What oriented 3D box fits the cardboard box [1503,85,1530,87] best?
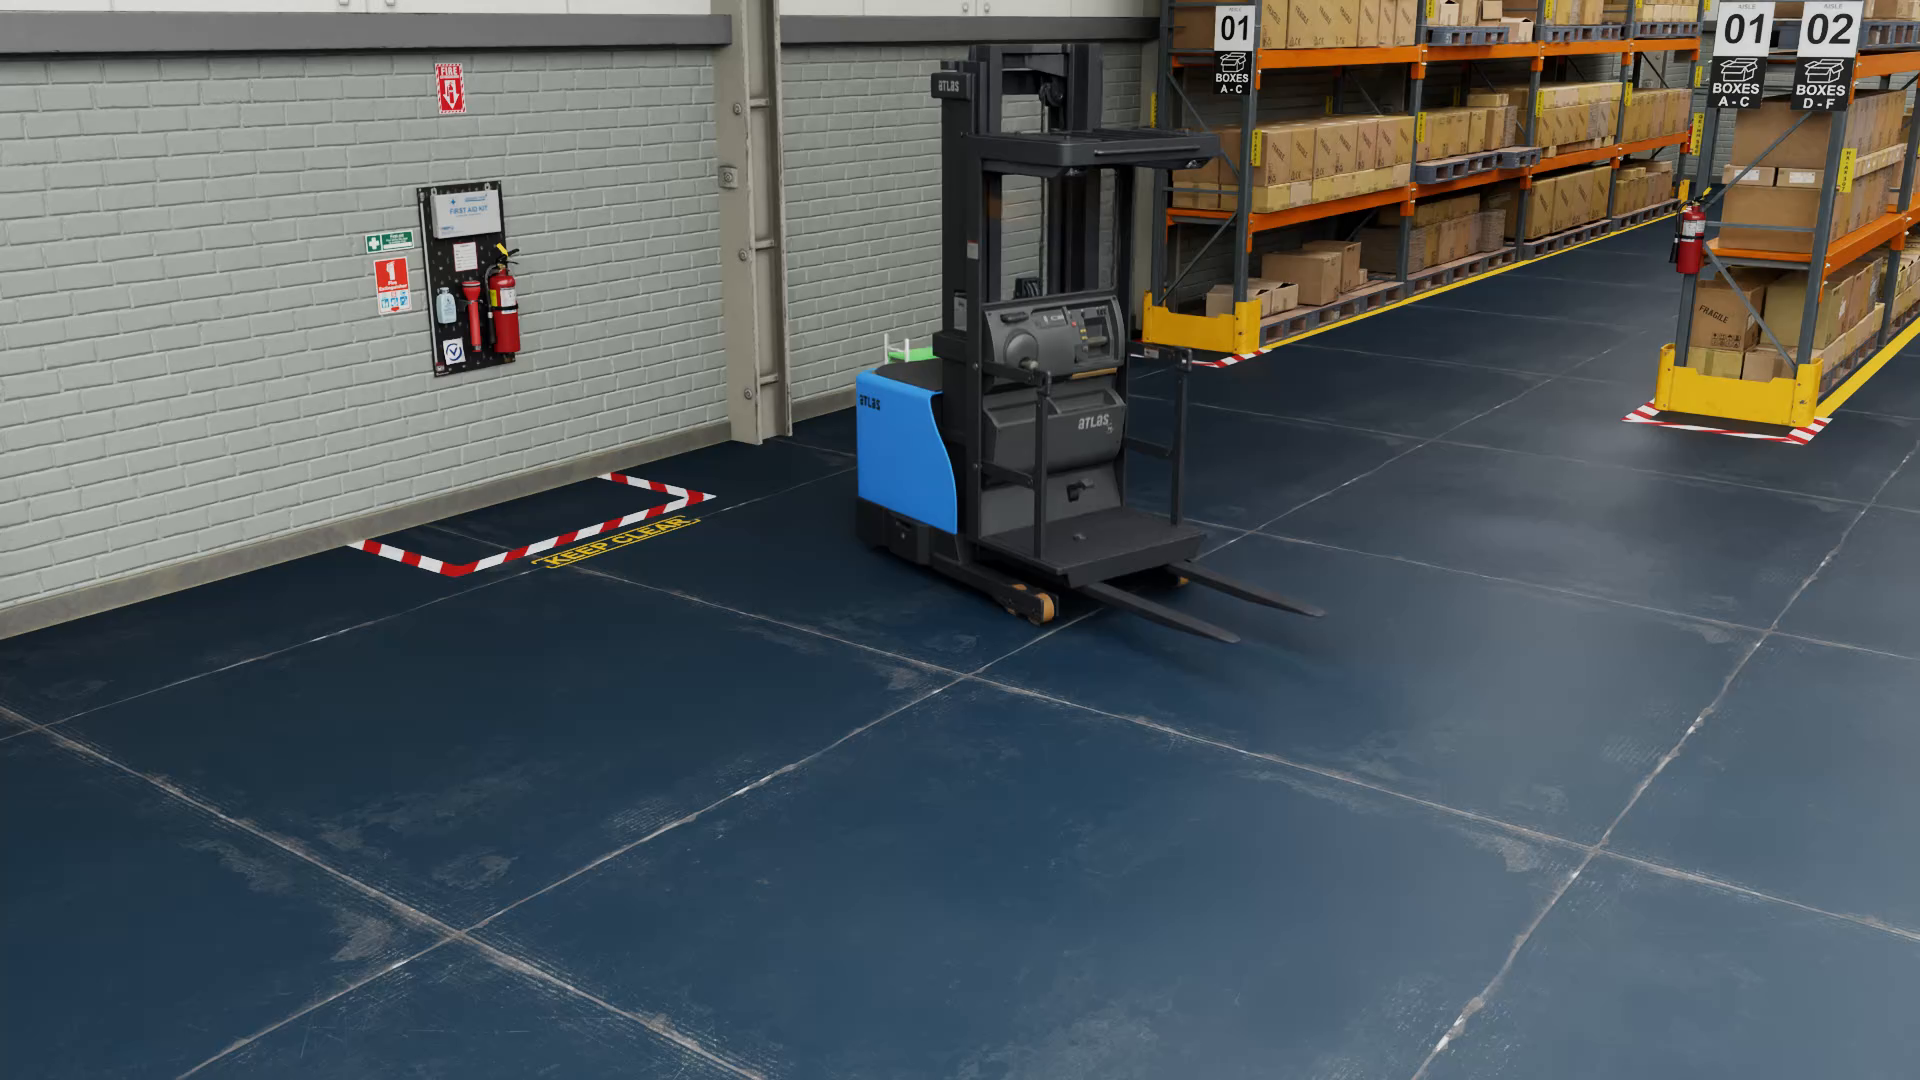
[{"bbox_3d":[7.768,-6.196,23.170,0.500,0.250,0.500,12,21,33],"label":"cardboard box"}]

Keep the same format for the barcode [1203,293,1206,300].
[{"bbox_3d":[2.494,-2.489,16.978,0.001,0.075,0.075,12,21,35],"label":"barcode"}]

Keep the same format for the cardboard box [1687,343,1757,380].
[{"bbox_3d":[6.383,-1.528,14.034,0.500,0.250,0.500,12,21,35],"label":"cardboard box"}]

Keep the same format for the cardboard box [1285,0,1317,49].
[{"bbox_3d":[3.069,-4.982,15.968,0.500,0.500,0.500,14,22,38],"label":"cardboard box"}]

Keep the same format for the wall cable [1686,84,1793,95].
[{"bbox_3d":[15.510,-9.812,31.902,3.097,2.526,0.112,12,21,35],"label":"wall cable"}]

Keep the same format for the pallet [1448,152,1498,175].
[{"bbox_3d":[5.940,-4.670,20.548,1.003,0.211,1.213,12,21,35],"label":"pallet"}]

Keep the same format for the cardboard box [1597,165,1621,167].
[{"bbox_3d":[10.372,-5.919,26.659,0.380,0.149,0.250,13,21,35],"label":"cardboard box"}]

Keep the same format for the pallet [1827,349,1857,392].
[{"bbox_3d":[7.450,-1.608,15.065,1.003,0.211,1.213,12,21,35],"label":"pallet"}]

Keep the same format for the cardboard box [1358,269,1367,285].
[{"bbox_3d":[4.409,-3.012,18.921,0.380,0.166,0.250,9,20,28],"label":"cardboard box"}]

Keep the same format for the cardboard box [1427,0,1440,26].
[{"bbox_3d":[5.093,-6.085,18.845,0.500,0.500,0.500,16,24,42],"label":"cardboard box"}]

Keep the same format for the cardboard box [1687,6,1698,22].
[{"bbox_3d":[11.630,-8.534,26.984,0.500,0.250,0.500,13,22,36],"label":"cardboard box"}]

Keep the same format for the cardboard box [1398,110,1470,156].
[{"bbox_3d":[5.740,-4.955,20.231,0.700,0.500,0.500,16,24,42],"label":"cardboard box"}]

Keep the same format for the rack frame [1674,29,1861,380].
[{"bbox_3d":[6.301,-2.461,13.109,1.000,3.000,0.127,12,21,35],"label":"rack frame"}]

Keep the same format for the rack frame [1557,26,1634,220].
[{"bbox_3d":[9.470,-6.193,25.129,1.000,3.000,0.127,12,21,35],"label":"rack frame"}]

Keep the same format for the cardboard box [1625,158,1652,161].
[{"bbox_3d":[11.431,-6.343,28.025,0.380,0.149,0.250,13,21,35],"label":"cardboard box"}]

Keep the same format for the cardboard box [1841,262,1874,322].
[{"bbox_3d":[7.981,-2.273,15.169,0.500,0.500,0.500,12,21,35],"label":"cardboard box"}]

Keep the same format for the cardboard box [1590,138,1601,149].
[{"bbox_3d":[9.064,-5.761,24.127,0.380,0.149,0.250,12,21,35],"label":"cardboard box"}]

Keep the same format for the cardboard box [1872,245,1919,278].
[{"bbox_3d":[10.045,-2.989,17.795,0.500,0.311,0.500,13,22,36],"label":"cardboard box"}]

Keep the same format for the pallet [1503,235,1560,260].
[{"bbox_3d":[7.617,-4.083,23.036,1.003,0.211,1.213,12,21,35],"label":"pallet"}]

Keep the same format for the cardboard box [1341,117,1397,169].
[{"bbox_3d":[4.377,-4.297,17.977,0.500,0.500,0.500,12,21,34],"label":"cardboard box"}]

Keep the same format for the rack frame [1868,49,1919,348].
[{"bbox_3d":[8.684,-3.413,16.177,1.000,3.000,0.127,12,21,35],"label":"rack frame"}]

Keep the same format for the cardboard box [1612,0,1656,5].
[{"bbox_3d":[10.120,-8.281,24.905,0.500,0.500,0.500,12,21,34],"label":"cardboard box"}]

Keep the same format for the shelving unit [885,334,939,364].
[{"bbox_3d":[-0.191,-0.720,10.537,0.503,1.200,0.258,-13,21,-35],"label":"shelving unit"}]

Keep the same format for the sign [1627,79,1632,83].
[{"bbox_3d":[11.411,-7.697,28.377,0.100,0.325,0.005,12,21,35],"label":"sign"}]

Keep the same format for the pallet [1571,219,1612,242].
[{"bbox_3d":[9.071,-4.664,24.908,1.003,0.211,1.213,12,21,35],"label":"pallet"}]

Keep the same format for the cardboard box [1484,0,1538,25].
[{"bbox_3d":[7.324,-7.054,21.934,0.700,0.500,0.500,11,20,30],"label":"cardboard box"}]

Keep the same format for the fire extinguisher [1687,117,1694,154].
[{"bbox_3d":[12.314,-6.885,28.117,0.296,0.674,0.183,12,21,35],"label":"fire extinguisher"}]

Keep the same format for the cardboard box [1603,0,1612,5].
[{"bbox_3d":[9.699,-8.368,25.187,0.500,0.500,0.500,12,21,34],"label":"cardboard box"}]

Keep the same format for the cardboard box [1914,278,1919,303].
[{"bbox_3d":[10.039,-2.719,17.871,0.500,0.250,0.500,13,21,36],"label":"cardboard box"}]

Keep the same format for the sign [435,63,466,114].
[{"bbox_3d":[-3.120,-2.766,10.186,0.001,0.298,0.199,12,21,35],"label":"sign"}]

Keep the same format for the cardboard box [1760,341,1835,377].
[{"bbox_3d":[7.094,-1.556,14.125,0.500,0.250,0.500,12,21,35],"label":"cardboard box"}]

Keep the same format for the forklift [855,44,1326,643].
[{"bbox_3d":[0.653,-1.117,8.898,1.130,2.935,3.031,-13,21,-35],"label":"forklift"}]

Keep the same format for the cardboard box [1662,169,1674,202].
[{"bbox_3d":[11.517,-5.968,27.912,0.700,0.500,0.500,12,21,35],"label":"cardboard box"}]

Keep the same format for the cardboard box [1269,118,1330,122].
[{"bbox_3d":[3.643,-4.268,17.886,0.500,0.500,0.500,13,22,36],"label":"cardboard box"}]

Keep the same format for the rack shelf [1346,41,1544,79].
[{"bbox_3d":[5.895,-5.853,20.189,1.077,0.370,4.000,12,21,35],"label":"rack shelf"}]

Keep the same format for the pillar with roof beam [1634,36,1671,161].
[{"bbox_3d":[16.225,-10.046,27.421,9.100,9.000,0.400,12,21,35],"label":"pillar with roof beam"}]

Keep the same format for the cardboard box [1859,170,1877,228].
[{"bbox_3d":[7.814,-3.109,15.028,0.700,0.500,0.500,13,21,35],"label":"cardboard box"}]

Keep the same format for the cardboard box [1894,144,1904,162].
[{"bbox_3d":[8.694,-3.668,15.736,0.380,0.149,0.250,12,21,35],"label":"cardboard box"}]

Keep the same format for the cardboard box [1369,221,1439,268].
[{"bbox_3d":[5.396,-3.614,20.298,0.700,0.500,0.500,12,21,34],"label":"cardboard box"}]

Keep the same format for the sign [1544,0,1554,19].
[{"bbox_3d":[7.521,-6.823,21.229,0.100,0.325,0.005,12,21,35],"label":"sign"}]

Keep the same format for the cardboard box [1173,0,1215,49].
[{"bbox_3d":[2.365,-4.969,15.927,0.500,0.500,0.500,14,22,39],"label":"cardboard box"}]

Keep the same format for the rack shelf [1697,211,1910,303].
[{"bbox_3d":[7.492,-2.593,14.750,1.077,0.370,4.000,12,21,35],"label":"rack shelf"}]

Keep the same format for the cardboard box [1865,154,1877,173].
[{"bbox_3d":[7.780,-3.302,14.557,0.380,0.149,0.250,13,22,36],"label":"cardboard box"}]

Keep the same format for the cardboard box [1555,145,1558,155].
[{"bbox_3d":[8.051,-5.419,23.027,0.380,0.149,0.250,13,21,36],"label":"cardboard box"}]

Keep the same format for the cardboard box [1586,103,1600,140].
[{"bbox_3d":[8.795,-5.997,23.792,0.500,0.500,0.500,12,21,35],"label":"cardboard box"}]

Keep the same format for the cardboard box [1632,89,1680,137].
[{"bbox_3d":[11.133,-6.991,27.191,0.980,0.700,0.700,12,21,34],"label":"cardboard box"}]

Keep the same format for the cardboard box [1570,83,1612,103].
[{"bbox_3d":[9.085,-6.474,24.065,0.500,0.250,0.500,13,21,36],"label":"cardboard box"}]

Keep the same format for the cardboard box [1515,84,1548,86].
[{"bbox_3d":[8.071,-6.317,23.561,0.500,0.250,0.500,12,21,33],"label":"cardboard box"}]

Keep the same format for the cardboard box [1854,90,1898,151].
[{"bbox_3d":[8.125,-3.853,15.238,0.700,0.500,0.500,12,21,35],"label":"cardboard box"}]

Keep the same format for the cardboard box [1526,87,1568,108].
[{"bbox_3d":[7.884,-5.989,22.502,0.500,0.250,0.500,12,21,34],"label":"cardboard box"}]

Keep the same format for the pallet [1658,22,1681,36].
[{"bbox_3d":[10.693,-8.066,26.251,1.003,0.211,1.213,12,21,35],"label":"pallet"}]

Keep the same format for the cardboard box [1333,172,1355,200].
[{"bbox_3d":[3.775,-3.700,17.318,0.500,0.250,0.500,13,21,35],"label":"cardboard box"}]
